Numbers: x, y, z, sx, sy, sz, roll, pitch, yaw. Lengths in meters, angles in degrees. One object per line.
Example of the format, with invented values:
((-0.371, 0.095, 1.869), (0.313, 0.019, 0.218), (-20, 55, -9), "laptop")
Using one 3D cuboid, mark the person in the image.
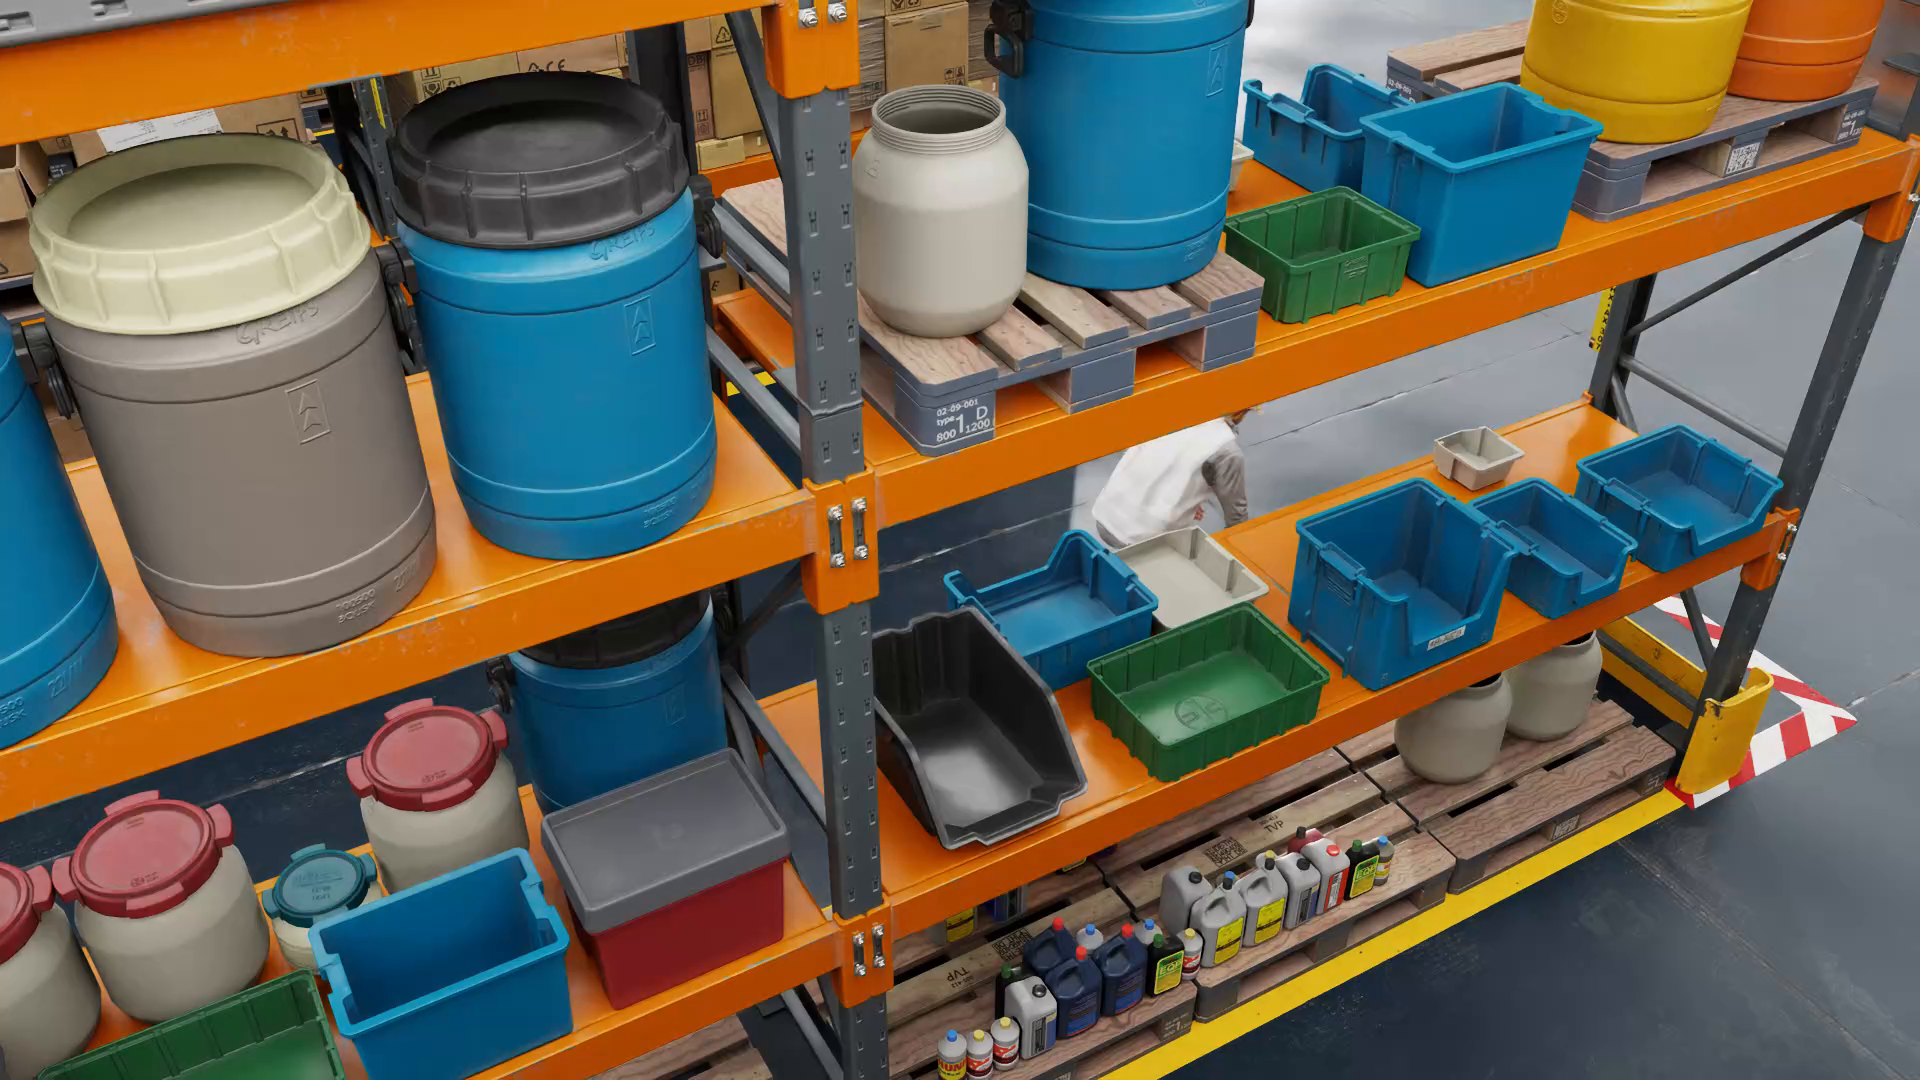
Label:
((0.977, -0.135, 7.489), (0.823, 1.299, 0.585), (-19, 41, -24), "person")
